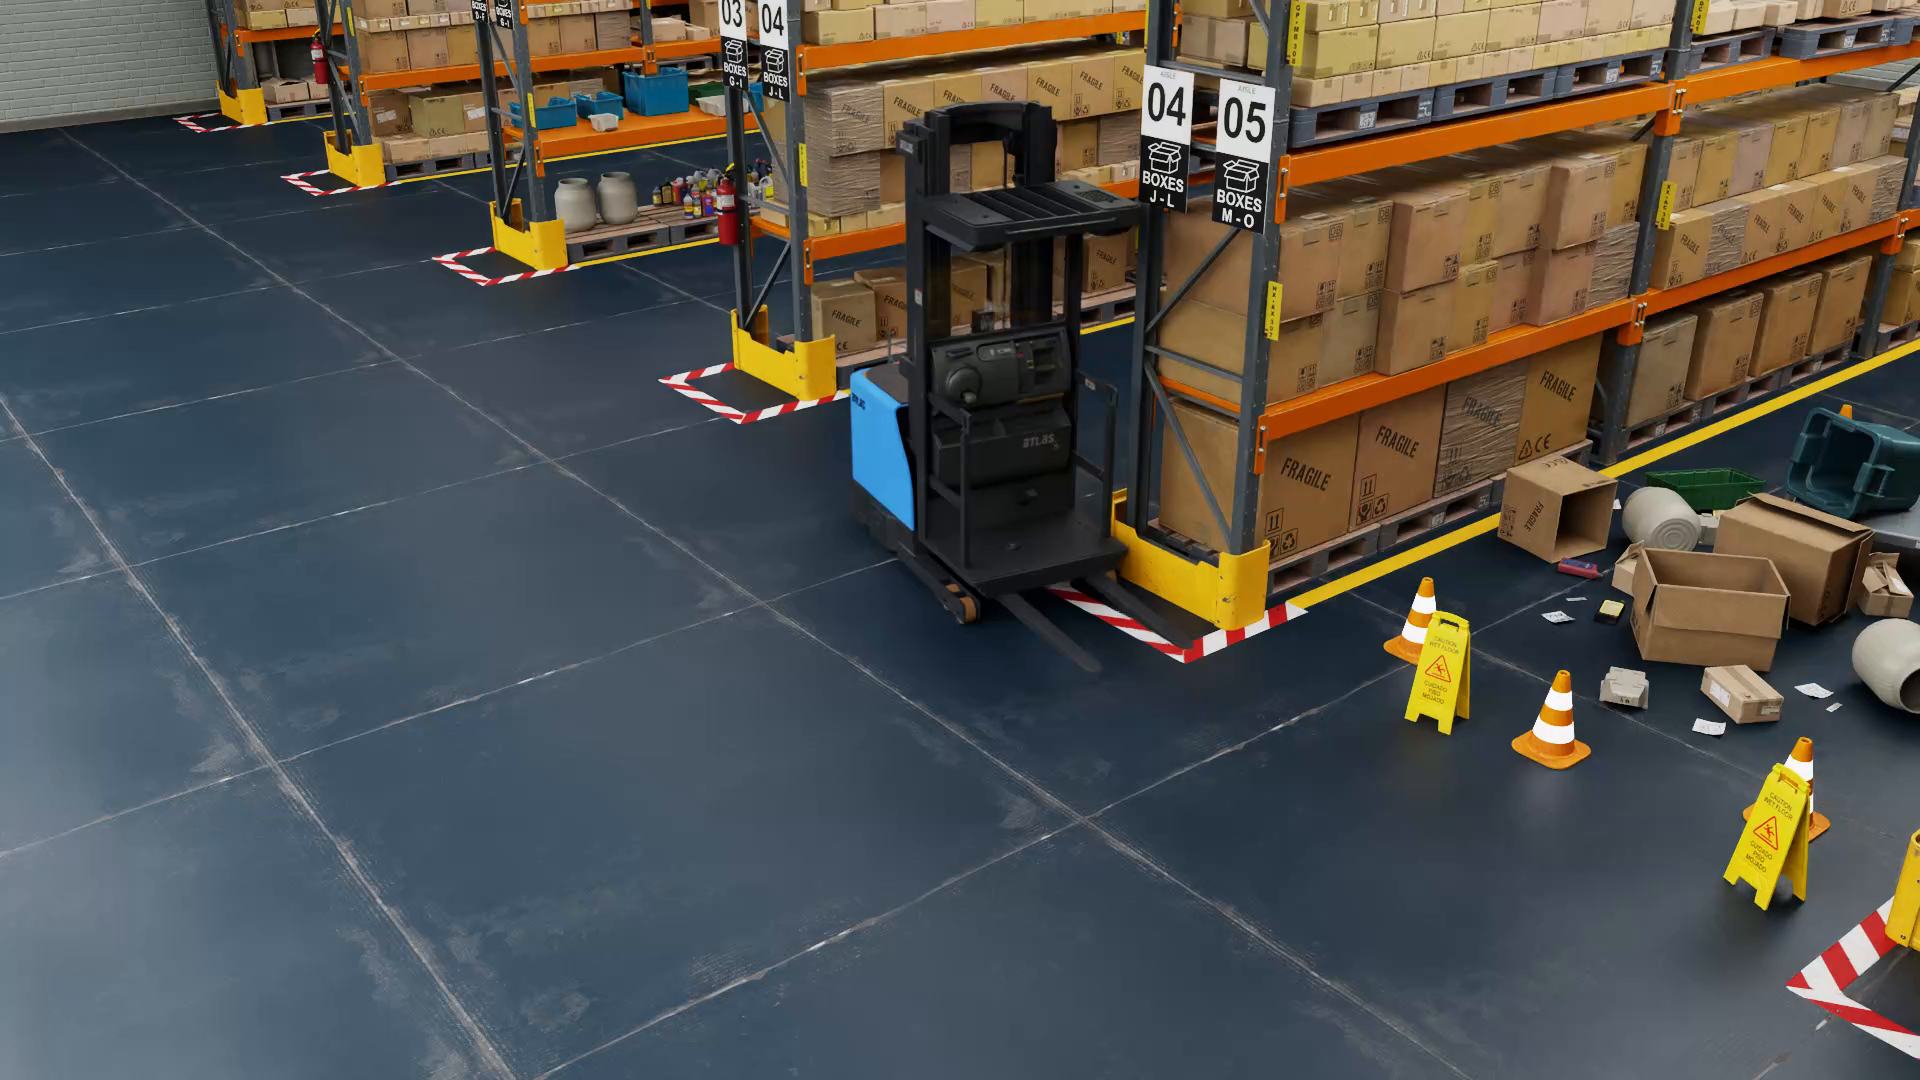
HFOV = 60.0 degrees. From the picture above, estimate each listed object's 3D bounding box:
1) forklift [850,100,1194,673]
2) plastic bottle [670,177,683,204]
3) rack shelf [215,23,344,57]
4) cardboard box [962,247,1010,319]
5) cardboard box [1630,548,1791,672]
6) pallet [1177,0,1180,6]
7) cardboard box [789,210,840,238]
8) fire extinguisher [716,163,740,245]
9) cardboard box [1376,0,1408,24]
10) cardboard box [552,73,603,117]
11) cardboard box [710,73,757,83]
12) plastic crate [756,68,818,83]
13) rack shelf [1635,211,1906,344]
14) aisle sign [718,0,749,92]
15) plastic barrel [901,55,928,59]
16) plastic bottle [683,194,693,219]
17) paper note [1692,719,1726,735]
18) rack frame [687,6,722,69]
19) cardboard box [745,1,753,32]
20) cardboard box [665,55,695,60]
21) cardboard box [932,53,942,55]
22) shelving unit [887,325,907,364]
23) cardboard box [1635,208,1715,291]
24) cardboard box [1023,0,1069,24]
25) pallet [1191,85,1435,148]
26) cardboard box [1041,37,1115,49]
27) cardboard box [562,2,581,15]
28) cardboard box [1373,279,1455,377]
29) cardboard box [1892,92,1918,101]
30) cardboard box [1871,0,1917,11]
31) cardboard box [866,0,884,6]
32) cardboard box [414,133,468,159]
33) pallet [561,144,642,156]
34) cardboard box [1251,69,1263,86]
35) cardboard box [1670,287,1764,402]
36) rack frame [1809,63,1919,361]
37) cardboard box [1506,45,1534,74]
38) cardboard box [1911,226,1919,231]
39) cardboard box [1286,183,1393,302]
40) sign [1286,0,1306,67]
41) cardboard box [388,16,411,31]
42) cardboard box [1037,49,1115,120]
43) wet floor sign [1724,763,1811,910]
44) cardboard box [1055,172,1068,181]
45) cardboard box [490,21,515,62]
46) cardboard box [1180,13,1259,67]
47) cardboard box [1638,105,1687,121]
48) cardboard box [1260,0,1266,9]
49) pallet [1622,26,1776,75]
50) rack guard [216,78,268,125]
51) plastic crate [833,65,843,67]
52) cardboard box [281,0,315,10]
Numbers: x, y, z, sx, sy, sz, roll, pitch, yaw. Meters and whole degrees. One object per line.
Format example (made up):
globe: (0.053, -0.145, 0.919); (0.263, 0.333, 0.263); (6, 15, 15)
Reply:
forklift: (0.354, -1.030, 9.989); (1.130, 2.935, 3.031); (-12, 27, -24)
plastic bottle: (-3.226, -3.996, 19.009); (0.135, 0.276, 0.152); (-18, 30, -34)
rack shelf: (-9.155, -7.828, 25.409); (4.000, 0.370, 1.077); (-18, 31, -34)
cardboard box: (0.362, -2.379, 15.282); (0.500, 0.500, 0.500); (-22, 33, -38)
cardboard box: (4.375, 0.408, 9.773); (0.797, 0.503, 0.637); (5, 25, 11)
pallet: (2.140, -5.152, 15.447); (1.003, 0.211, 1.213); (-18, 31, -34)
cardboard box: (-1.188, -2.593, 13.573); (0.250, 0.149, 0.380); (-18, 31, -34)
fire extinguisher: (-1.934, -2.800, 13.812); (0.183, 0.674, 0.296); (-18, 31, -34)
cardboard box: (2.279, -3.000, 9.320); (0.250, 0.149, 0.380); (-19, 31, -35)
cardboard box: (-5.152, -5.998, 22.488); (0.500, 0.500, 0.500); (-18, 31, -34)
cardboard box: (-3.239, -6.519, 23.836); (0.500, 0.311, 0.500); (-19, 31, -36)
plastic crate: (-1.959, -5.270, 19.116); (0.504, 0.338, 0.767); (-18, 31, -34)
rack shelf: (6.143, -2.275, 13.444); (4.000, 0.370, 1.077); (-18, 31, -34)
aisle sign: (-1.793, -3.975, 13.163); (0.004, 0.787, 0.394); (-18, 31, -34)
plastic barrel: (-0.580, -5.630, 19.655); (0.433, 0.535, 0.433); (0, 25, 0)
plastic bottle: (-2.997, -3.683, 18.340); (0.097, 0.271, 0.097); (0, 25, 0)
paper note: (4.071, 1.013, 9.032); (0.148, 0.019, 0.142); (15, 29, 29)
rack frame: (-4.434, -9.713, 28.615); (0.127, 3.000, 1.000); (-18, 31, -34)
cardboard box: (-3.099, -7.540, 23.815); (0.500, 0.500, 0.500); (-18, 30, -34)
cardboard box: (-4.968, -8.574, 28.609); (0.500, 0.500, 0.700); (-18, 30, -33)
cardboard box: (-0.431, -7.300, 25.863); (0.500, 0.500, 0.500); (-20, 31, -36)
shelving unit: (-0.349, -0.896, 11.751); (0.258, 1.200, 0.189); (20, 32, 36)
cardboard box: (5.149, -2.175, 12.254); (0.500, 0.500, 0.500); (-18, 30, -33)
cardboard box: (0.575, -4.573, 14.154); (0.500, 0.250, 0.500); (-19, 31, -34)
pallet: (1.999, -2.559, 9.744); (1.213, 0.211, 1.003); (-18, 31, -34)
cardboard box: (1.077, -4.352, 15.405); (0.500, 0.500, 0.500); (-18, 31, -34)
cardboard box: (-5.210, -7.031, 21.947); (0.250, 0.149, 0.380); (-18, 31, -34)
cardboard box: (2.623, -1.476, 10.689); (0.550, 0.550, 0.875); (-18, 31, -34)
cardboard box: (8.838, -4.082, 15.574); (0.250, 0.149, 0.380); (-17, 30, -32)
cardboard box: (7.079, -4.306, 12.890); (0.500, 0.311, 0.500); (-18, 31, -34)
cardboard box: (-0.814, -4.322, 13.141); (0.250, 0.149, 0.380); (-19, 31, -35)
cardboard box: (-6.719, -5.135, 21.518); (0.500, 0.250, 0.500); (-18, 31, -34)
pallet: (-5.173, -5.576, 23.014); (1.213, 0.211, 1.003); (-18, 31, -34)
cardboard box: (1.673, -2.789, 9.814); (0.250, 0.149, 0.380); (-18, 30, -34)
cardboard box: (5.764, -1.692, 13.507); (0.750, 0.750, 1.050); (-18, 31, -34)
rack frame: (7.717, -3.121, 14.412); (0.127, 3.000, 1.000); (-18, 31, -34)
cardboard box: (3.279, -2.967, 10.198); (0.250, 0.149, 0.380); (-18, 31, -34)
cardboard box: (8.808, -2.748, 15.188); (0.500, 0.250, 0.500); (-19, 31, -35)
cardboard box: (2.113, -1.858, 10.229); (0.550, 0.550, 0.875); (-18, 31, -34)
sign: (1.759, -2.650, 8.702); (0.005, 0.325, 0.100); (-18, 31, -34)
cardboard box: (-7.022, -6.434, 20.662); (0.250, 0.149, 0.380); (-19, 31, -35)
cardboard box: (1.011, -4.047, 14.746); (0.500, 0.500, 0.500); (-18, 31, -34)
wet floor sign: (3.746, 1.334, 7.610); (0.232, 0.644, 0.267); (-8, 26, -16)
cardboard box: (0.758, -3.254, 14.997); (0.250, 0.149, 0.380); (-18, 31, -34)
cardboard box: (-6.078, -6.560, 21.703); (0.500, 0.500, 0.700); (-17, 30, -33)
cardboard box: (1.634, -2.926, 9.635); (0.500, 0.250, 0.500); (-18, 30, -33)
cardboard box: (8.452, -5.201, 20.919); (0.875, 0.875, 0.875); (-18, 31, -34)
cardboard box: (1.675, -3.151, 9.647); (0.250, 0.149, 0.380); (-18, 30, -34)
pallet: (5.260, -3.610, 12.130); (1.217, 0.209, 0.805); (-20, 31, -36)
rack guard: (-10.669, -6.521, 24.706); (0.348, 0.500, 1.175); (-18, 31, -34)
plastic crate: (-1.276, -5.648, 19.781); (0.583, 0.464, 0.402); (-18, 31, -34)
cardboard box: (-9.773, -8.066, 24.329); (0.500, 0.500, 0.500); (-18, 30, -34)
